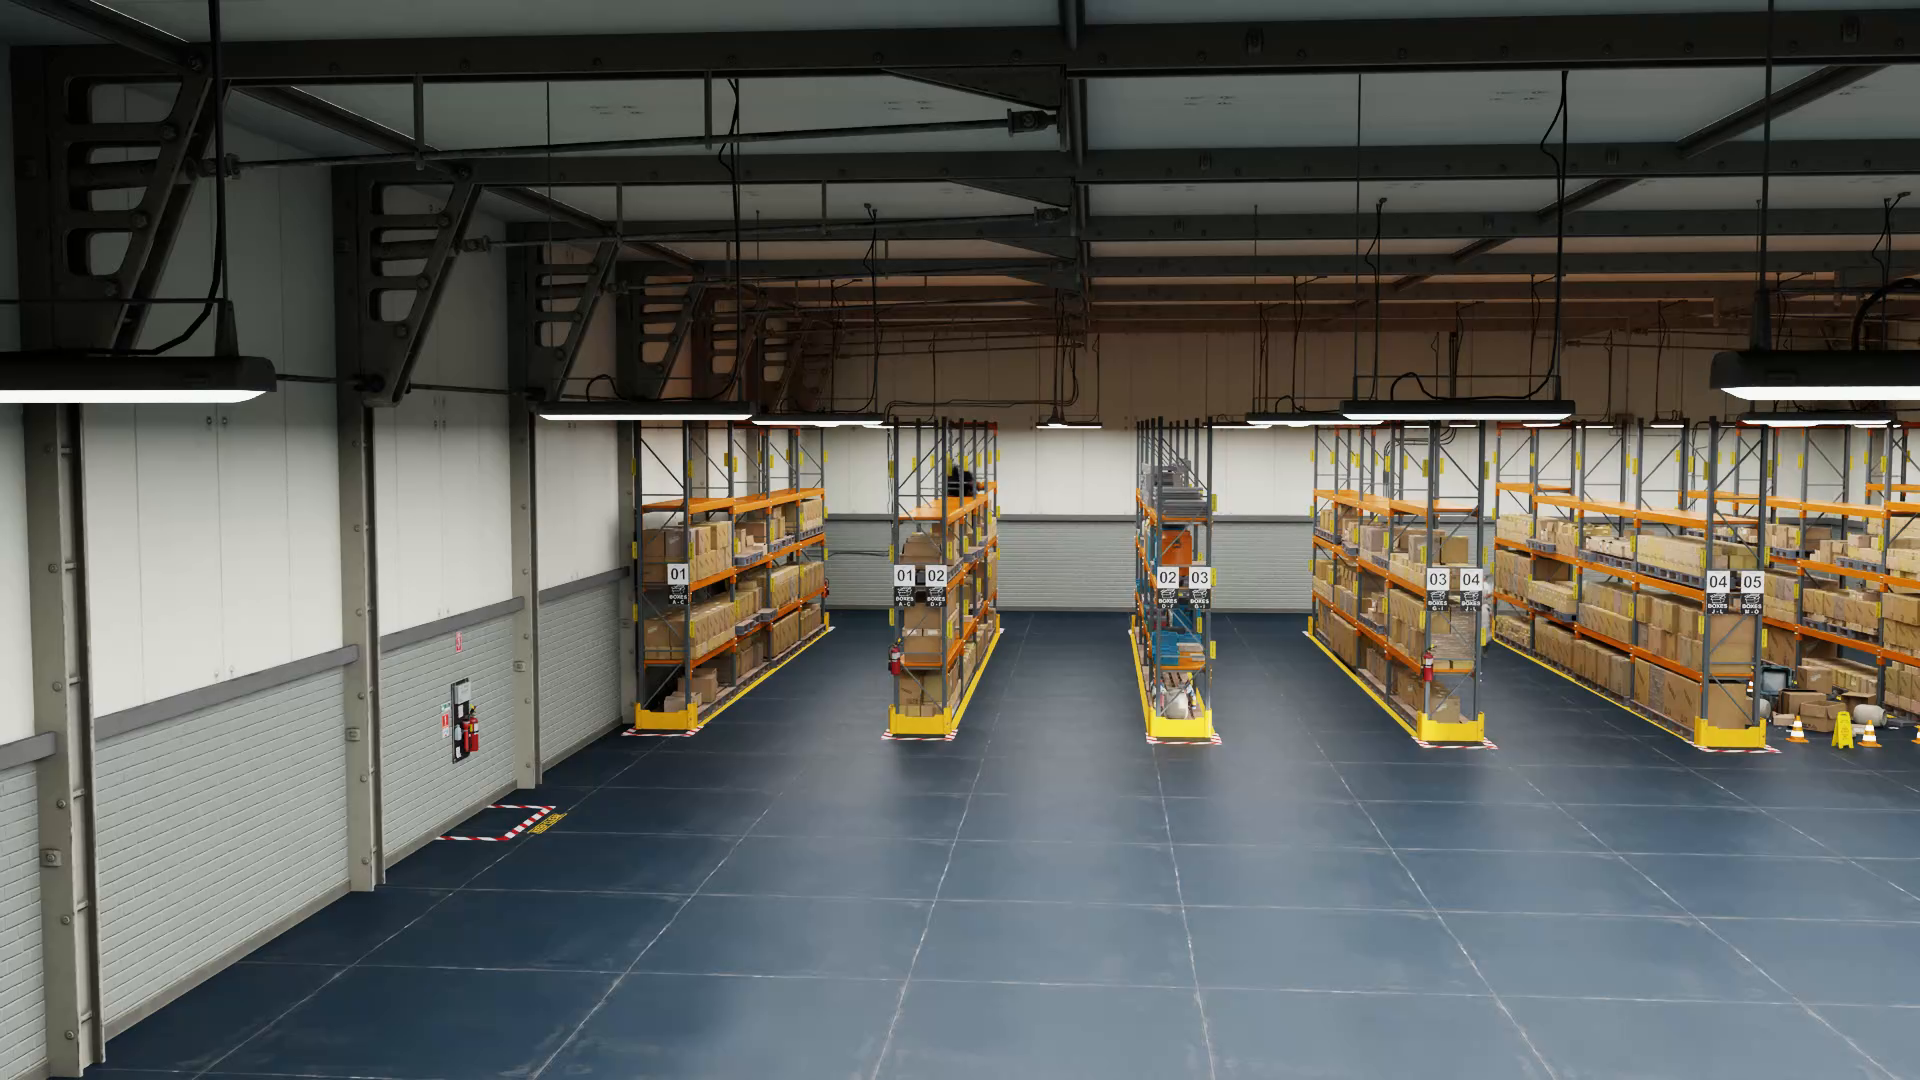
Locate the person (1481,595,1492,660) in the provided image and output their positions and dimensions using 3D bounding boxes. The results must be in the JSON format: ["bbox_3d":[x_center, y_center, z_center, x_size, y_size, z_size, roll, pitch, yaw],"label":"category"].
[{"bbox_3d":[13.055,2.192,41.538,0.589,1.647,0.590,0,4,3],"label":"person"}]

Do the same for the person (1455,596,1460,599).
[{"bbox_3d":[13.436,1.952,44.473,0.698,1.823,0.723,1,4,8],"label":"person"}]

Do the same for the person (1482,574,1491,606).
[{"bbox_3d":[14.821,1.801,47.100,0.811,1.758,0.701,0,4,-5],"label":"person"}]
